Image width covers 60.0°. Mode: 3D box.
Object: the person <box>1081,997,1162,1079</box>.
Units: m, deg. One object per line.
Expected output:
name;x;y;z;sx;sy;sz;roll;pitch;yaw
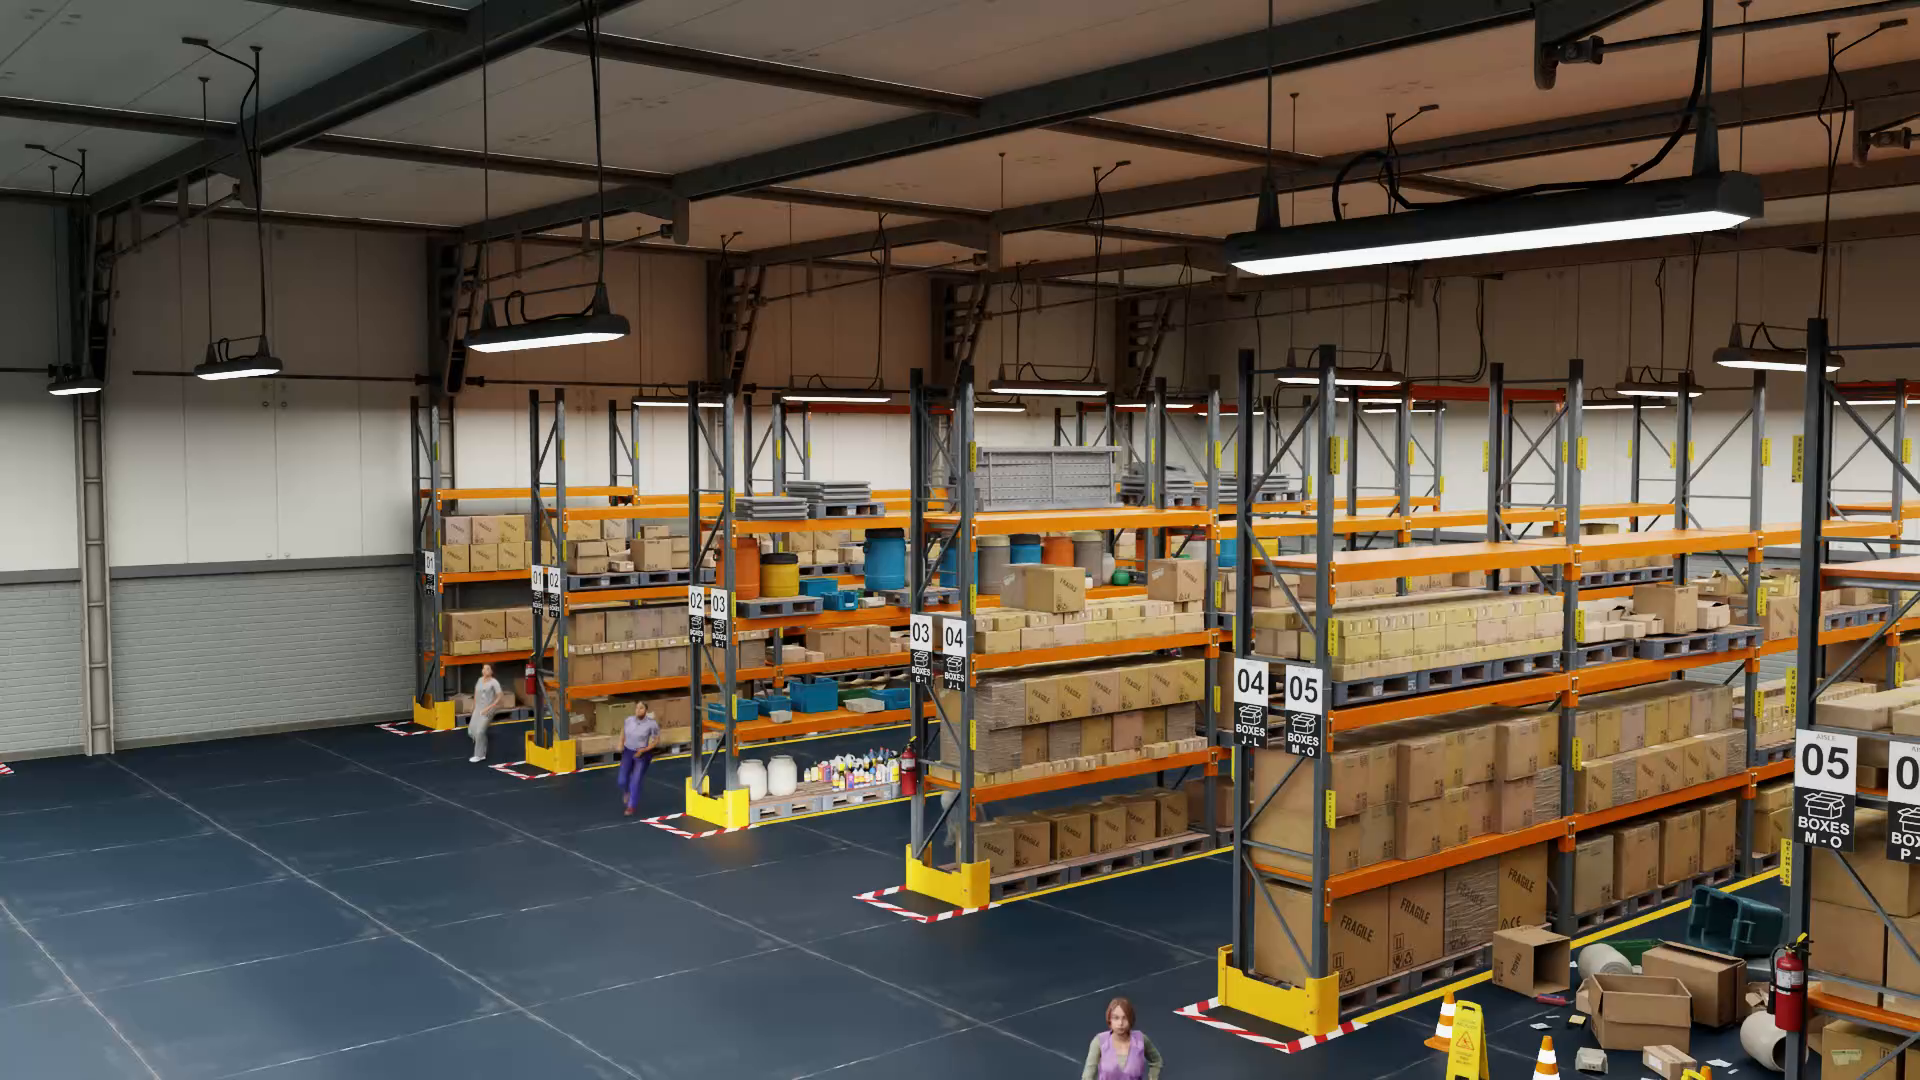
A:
person;1.033;3.736;10.619;0.507;1.639;0.667;0;3;7

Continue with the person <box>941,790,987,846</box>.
person;0.053;3.025;21.372;0.639;1.851;0.745;3;5;42

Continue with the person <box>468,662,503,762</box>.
person;-7.656;2.778;26.911;0.606;1.610;0.537;1;4;20

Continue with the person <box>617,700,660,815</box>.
person;-4.467;3.023;23.146;0.628;1.586;0.531;1;3;9
